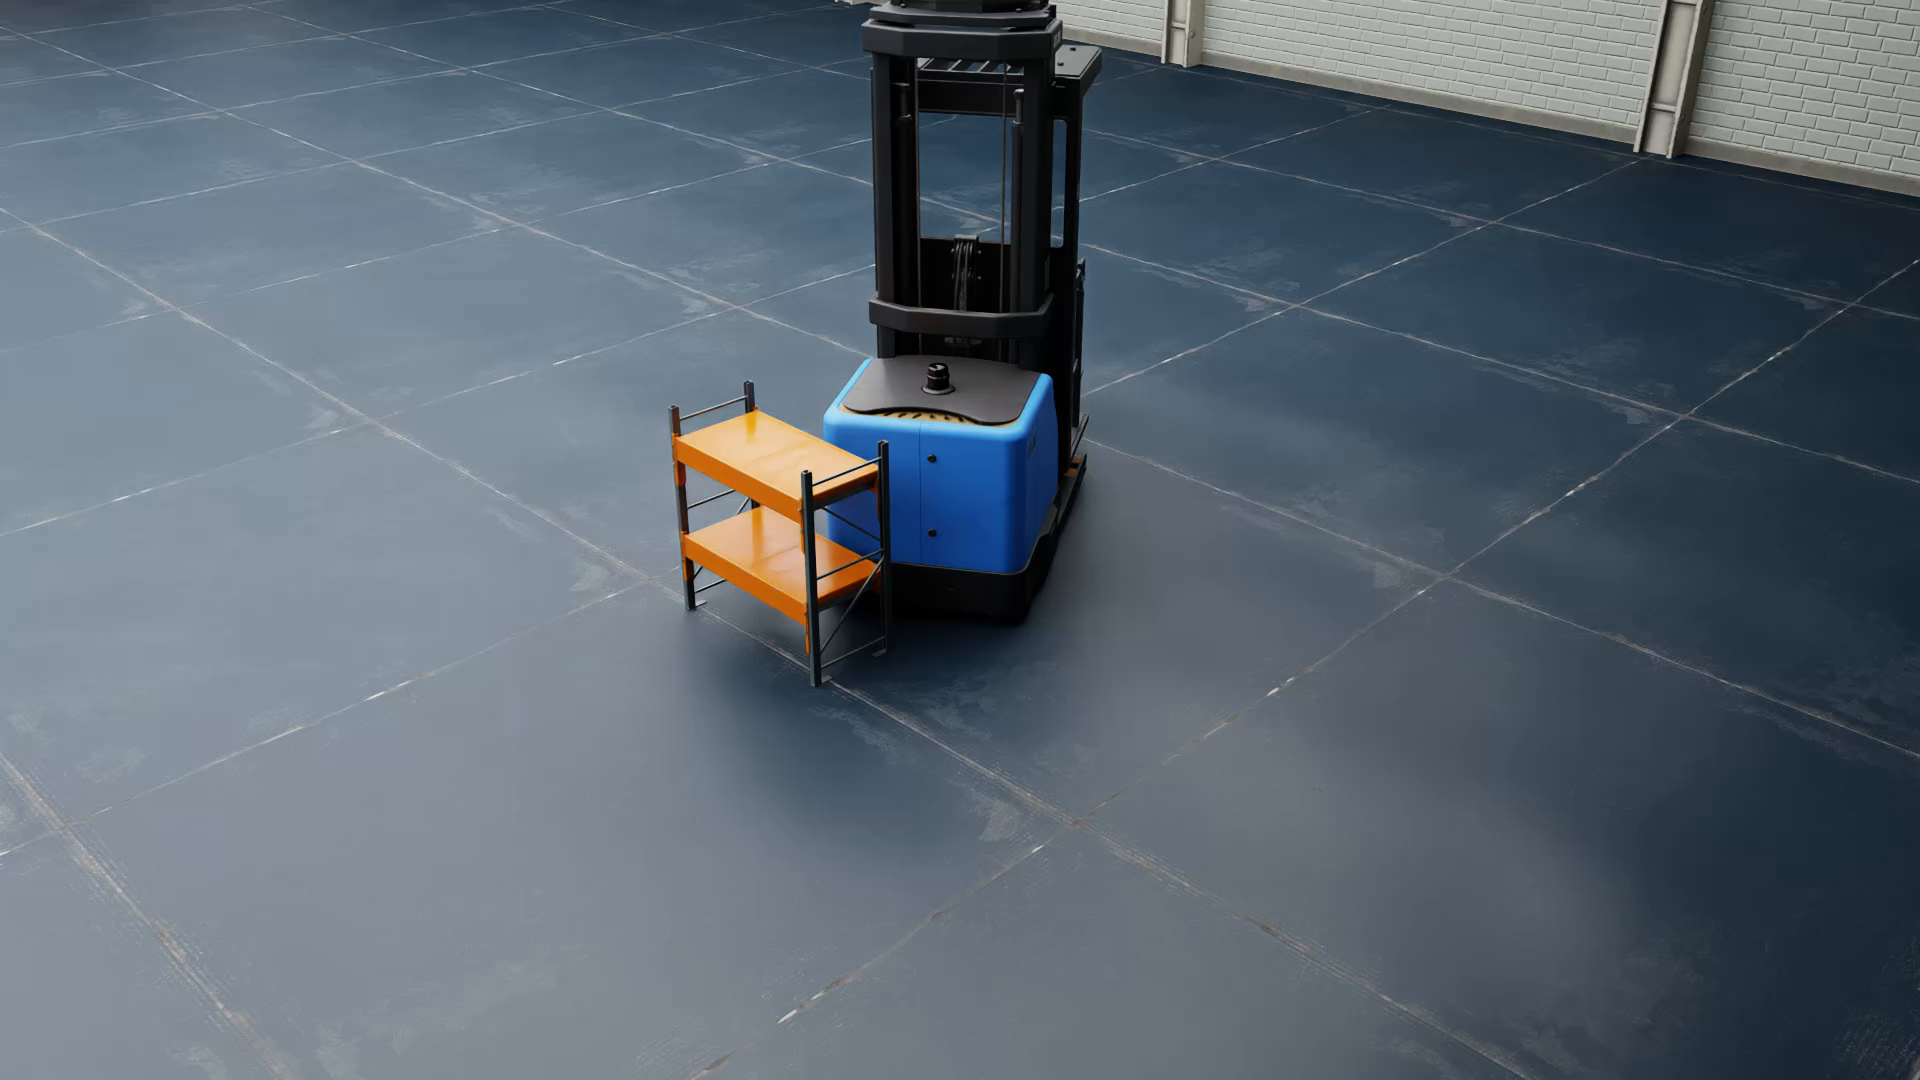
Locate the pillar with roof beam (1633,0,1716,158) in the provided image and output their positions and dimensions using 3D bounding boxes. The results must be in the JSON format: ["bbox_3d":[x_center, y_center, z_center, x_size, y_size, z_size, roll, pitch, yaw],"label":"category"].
[{"bbox_3d":[3.970,-6.434,11.817,0.400,9.000,9.100,25,36,38],"label":"pillar with roof beam"}]

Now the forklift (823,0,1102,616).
[{"bbox_3d":[0.138,-1.581,9.107,1.130,2.935,3.031,6,28,11],"label":"forklift"}]

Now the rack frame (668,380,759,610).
[{"bbox_3d":[-1.226,-0.222,8.464,0.500,1.125,0.032,-24,36,-38],"label":"rack frame"}]

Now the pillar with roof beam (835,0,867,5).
[{"bbox_3d":[-4.587,-10.349,19.263,0.400,9.000,9.100,25,36,38],"label":"pillar with roof beam"}]

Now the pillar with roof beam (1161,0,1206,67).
[{"bbox_3d":[-0.309,-8.392,15.540,0.400,9.000,9.100,25,36,38],"label":"pillar with roof beam"}]

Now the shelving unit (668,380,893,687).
[{"bbox_3d":[-0.874,-0.052,8.140,0.538,1.125,1.048,-24,36,-38],"label":"shelving unit"}]

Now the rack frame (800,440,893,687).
[{"bbox_3d":[-0.521,0.119,7.816,0.500,1.125,0.032,-24,36,-38],"label":"rack frame"}]

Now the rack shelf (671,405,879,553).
[{"bbox_3d":[-0.874,-0.311,8.004,0.538,0.278,1.000,-24,36,-38],"label":"rack shelf"}]

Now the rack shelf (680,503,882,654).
[{"bbox_3d":[-0.874,0.165,8.254,0.538,0.278,1.000,-24,36,-38],"label":"rack shelf"}]
